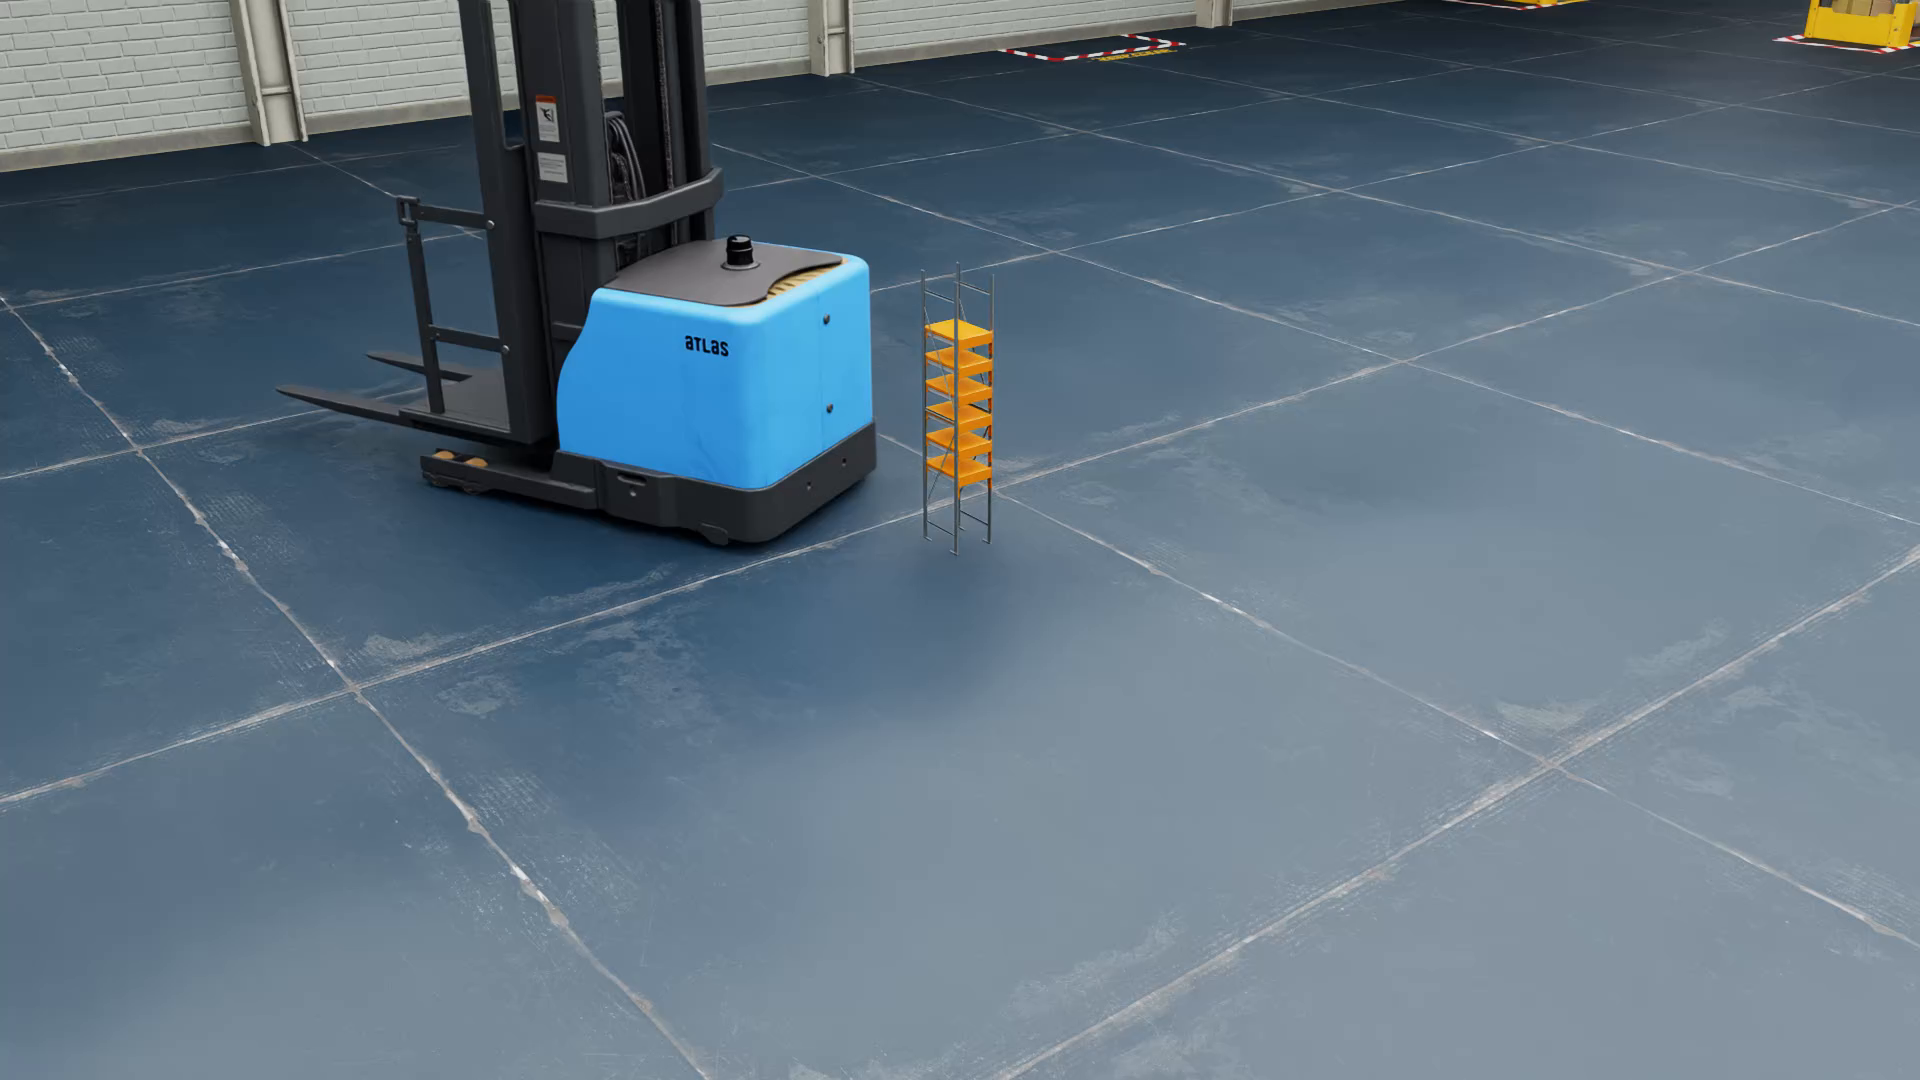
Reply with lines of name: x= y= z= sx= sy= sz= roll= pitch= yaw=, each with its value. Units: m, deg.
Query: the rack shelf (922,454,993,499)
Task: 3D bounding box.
rack shelf: x=-0.011 y=-0.282 z=7.109 sx=0.180 sy=0.103 sz=0.258 roll=-18 pitch=31 yaw=-34

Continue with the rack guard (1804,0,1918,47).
rack guard: x=11.055 y=-6.395 z=20.435 sx=0.348 sy=0.500 sz=1.175 roll=-18 pitch=31 yaw=-34

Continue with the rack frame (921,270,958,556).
rack frame: x=-0.083 y=-0.517 z=6.938 sx=0.006 sy=1.200 sz=0.240 roll=-18 pitch=31 yaw=-34

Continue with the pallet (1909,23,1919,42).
pallet: x=11.650 y=-6.483 z=20.967 sx=1.213 sy=0.211 sz=1.003 roll=-18 pitch=31 yaw=-34

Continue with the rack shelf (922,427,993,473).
rack shelf: x=-0.011 y=-0.391 z=7.059 sx=0.180 sy=0.103 sz=0.258 roll=-18 pitch=31 yaw=-34

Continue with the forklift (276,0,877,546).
forklift: x=-1.942 y=-1.723 z=7.481 sx=3.031 sy=2.935 sz=1.130 roll=12 pitch=28 yaw=24

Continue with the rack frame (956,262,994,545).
rack frame: x=0.061 y=-0.564 z=7.041 sx=0.006 sy=1.200 sz=0.240 roll=-18 pitch=31 yaw=-34

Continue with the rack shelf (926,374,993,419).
rack shelf: x=-0.011 y=-0.609 z=6.957 sx=0.180 sy=0.103 sz=0.258 roll=-18 pitch=31 yaw=-34

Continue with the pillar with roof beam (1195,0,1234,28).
pillar with roof beam: x=5.966 y=-9.380 z=16.771 sx=0.400 sy=9.000 sz=9.100 roll=-18 pitch=31 yaw=-34

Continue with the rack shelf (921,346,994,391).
rack shelf: x=-0.011 y=-0.718 z=6.907 sx=0.180 sy=0.103 sz=0.258 roll=-18 pitch=31 yaw=-34

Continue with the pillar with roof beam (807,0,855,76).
pillar with roof beam: x=1.245 y=-7.821 z=13.413 sx=0.400 sy=9.000 sz=9.100 roll=-18 pitch=31 yaw=-34

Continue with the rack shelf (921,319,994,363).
rack shelf: x=-0.011 y=-0.827 z=6.856 sx=0.180 sy=0.103 sz=0.258 roll=-18 pitch=31 yaw=-34

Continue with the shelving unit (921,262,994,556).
shelving unit: x=-0.011 y=-0.540 z=6.989 sx=0.189 sy=1.200 sz=0.258 roll=-18 pitch=31 yaw=-34

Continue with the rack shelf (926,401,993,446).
rack shelf: x=-0.011 y=-0.500 z=7.008 sx=0.180 sy=0.103 sz=0.258 roll=-18 pitch=31 yaw=-34

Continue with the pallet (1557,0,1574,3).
pallet: x=8.735 y=-8.129 z=24.515 sx=1.213 sy=0.211 sz=1.003 roll=-18 pitch=31 yaw=-34

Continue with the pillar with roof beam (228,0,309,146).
pillar with roof beam: x=-3.477 y=-6.263 z=10.054 sx=0.400 sy=9.000 sz=9.100 roll=-18 pitch=31 yaw=-34

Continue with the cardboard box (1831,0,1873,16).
cardboard box: x=11.314 y=-6.715 z=20.924 sx=0.500 sy=0.250 sz=0.500 roll=-18 pitch=31 yaw=-34

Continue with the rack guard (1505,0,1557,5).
rack guard: x=8.074 y=-8.061 z=24.025 sx=0.348 sy=0.500 sz=1.175 roll=-18 pitch=31 yaw=-34

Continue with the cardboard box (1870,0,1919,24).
cardboard box: x=11.633 y=-6.544 z=20.554 sx=0.500 sy=0.250 sz=0.500 roll=-18 pitch=31 yaw=-34

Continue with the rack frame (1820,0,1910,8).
rack frame: x=11.074 y=-7.535 z=19.922 sx=0.127 sy=3.000 sz=1.000 roll=-18 pitch=31 yaw=-34
